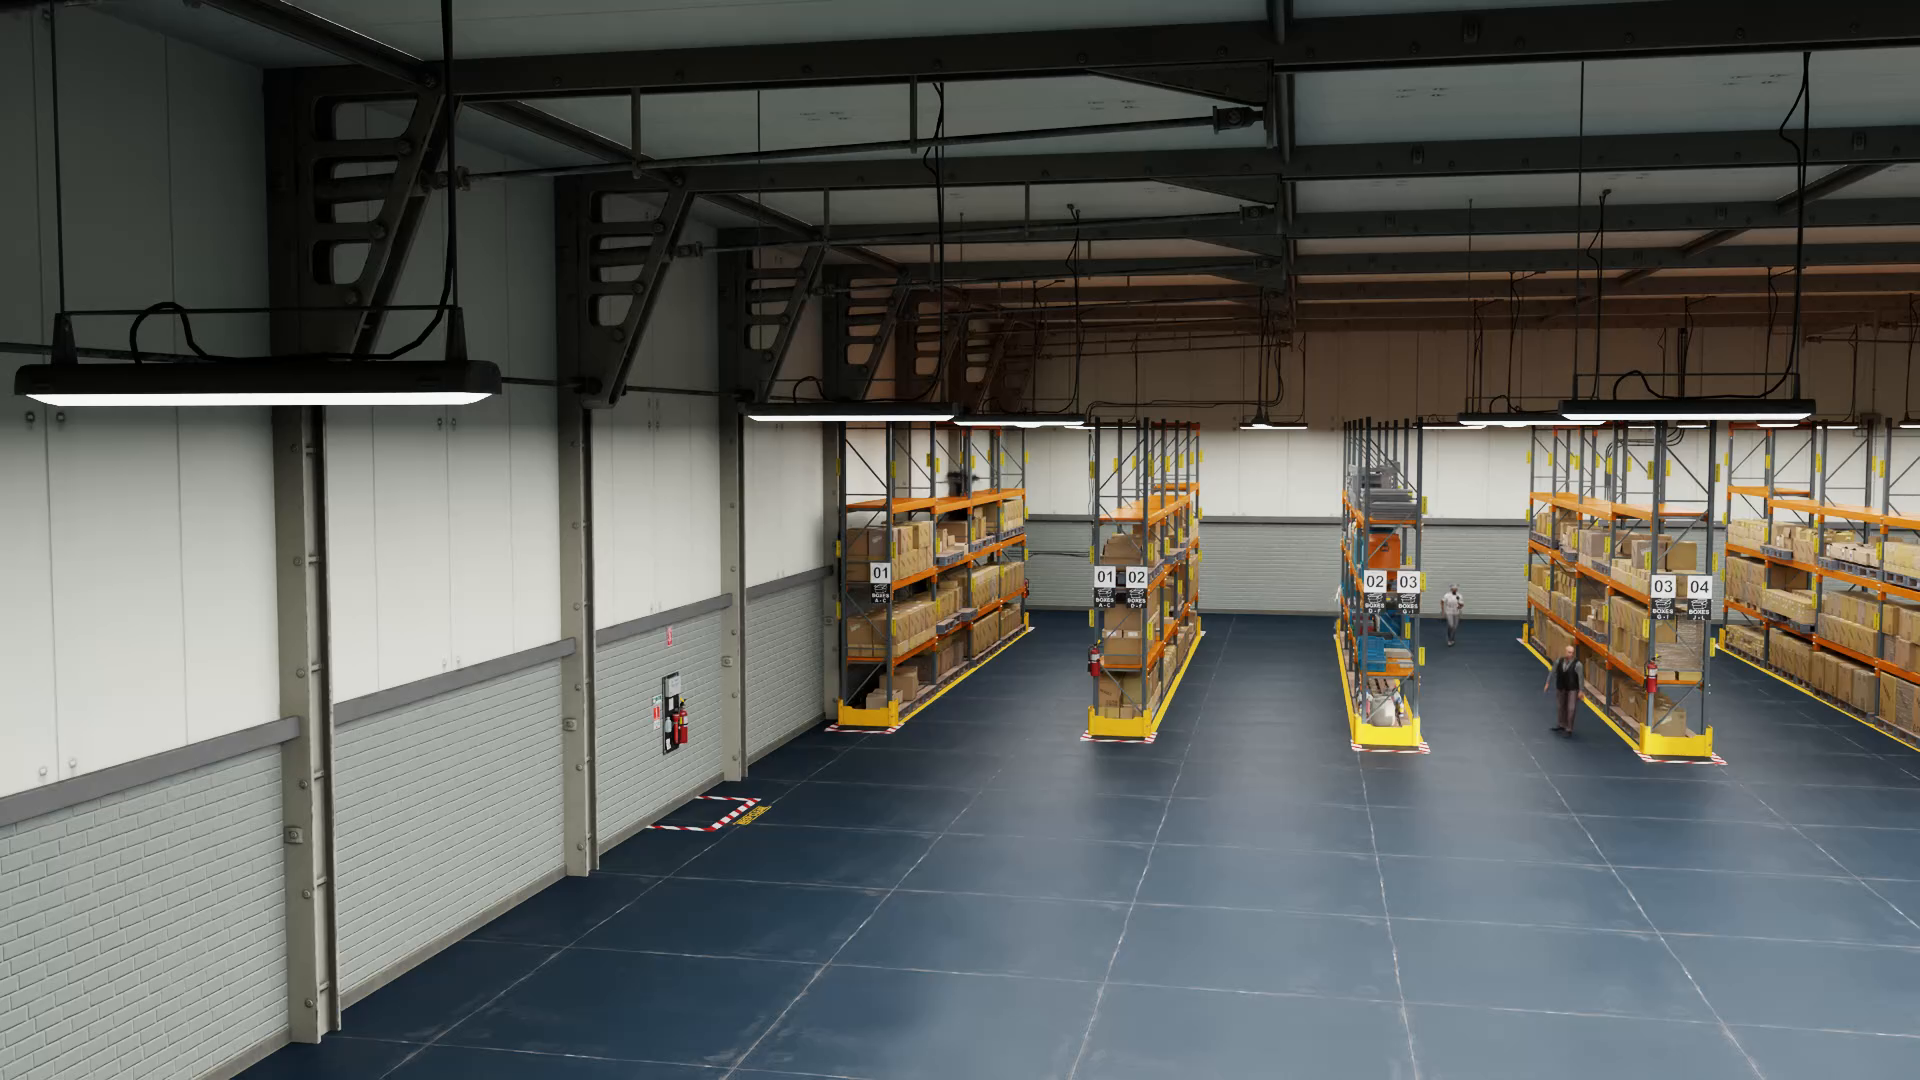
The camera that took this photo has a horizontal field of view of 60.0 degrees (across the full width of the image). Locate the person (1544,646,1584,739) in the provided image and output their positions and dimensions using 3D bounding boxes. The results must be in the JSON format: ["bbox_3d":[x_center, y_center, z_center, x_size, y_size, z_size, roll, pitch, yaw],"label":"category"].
[{"bbox_3d":[11.407,2.840,31.379,0.696,1.714,0.761,4,5,44],"label":"person"}]

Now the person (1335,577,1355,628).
[{"bbox_3d":[11.304,1.816,48.189,0.748,1.567,0.671,-2,4,-27],"label":"person"}]

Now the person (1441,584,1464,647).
[{"bbox_3d":[13.173,2.009,44.458,0.538,1.697,0.780,0,4,3],"label":"person"}]
